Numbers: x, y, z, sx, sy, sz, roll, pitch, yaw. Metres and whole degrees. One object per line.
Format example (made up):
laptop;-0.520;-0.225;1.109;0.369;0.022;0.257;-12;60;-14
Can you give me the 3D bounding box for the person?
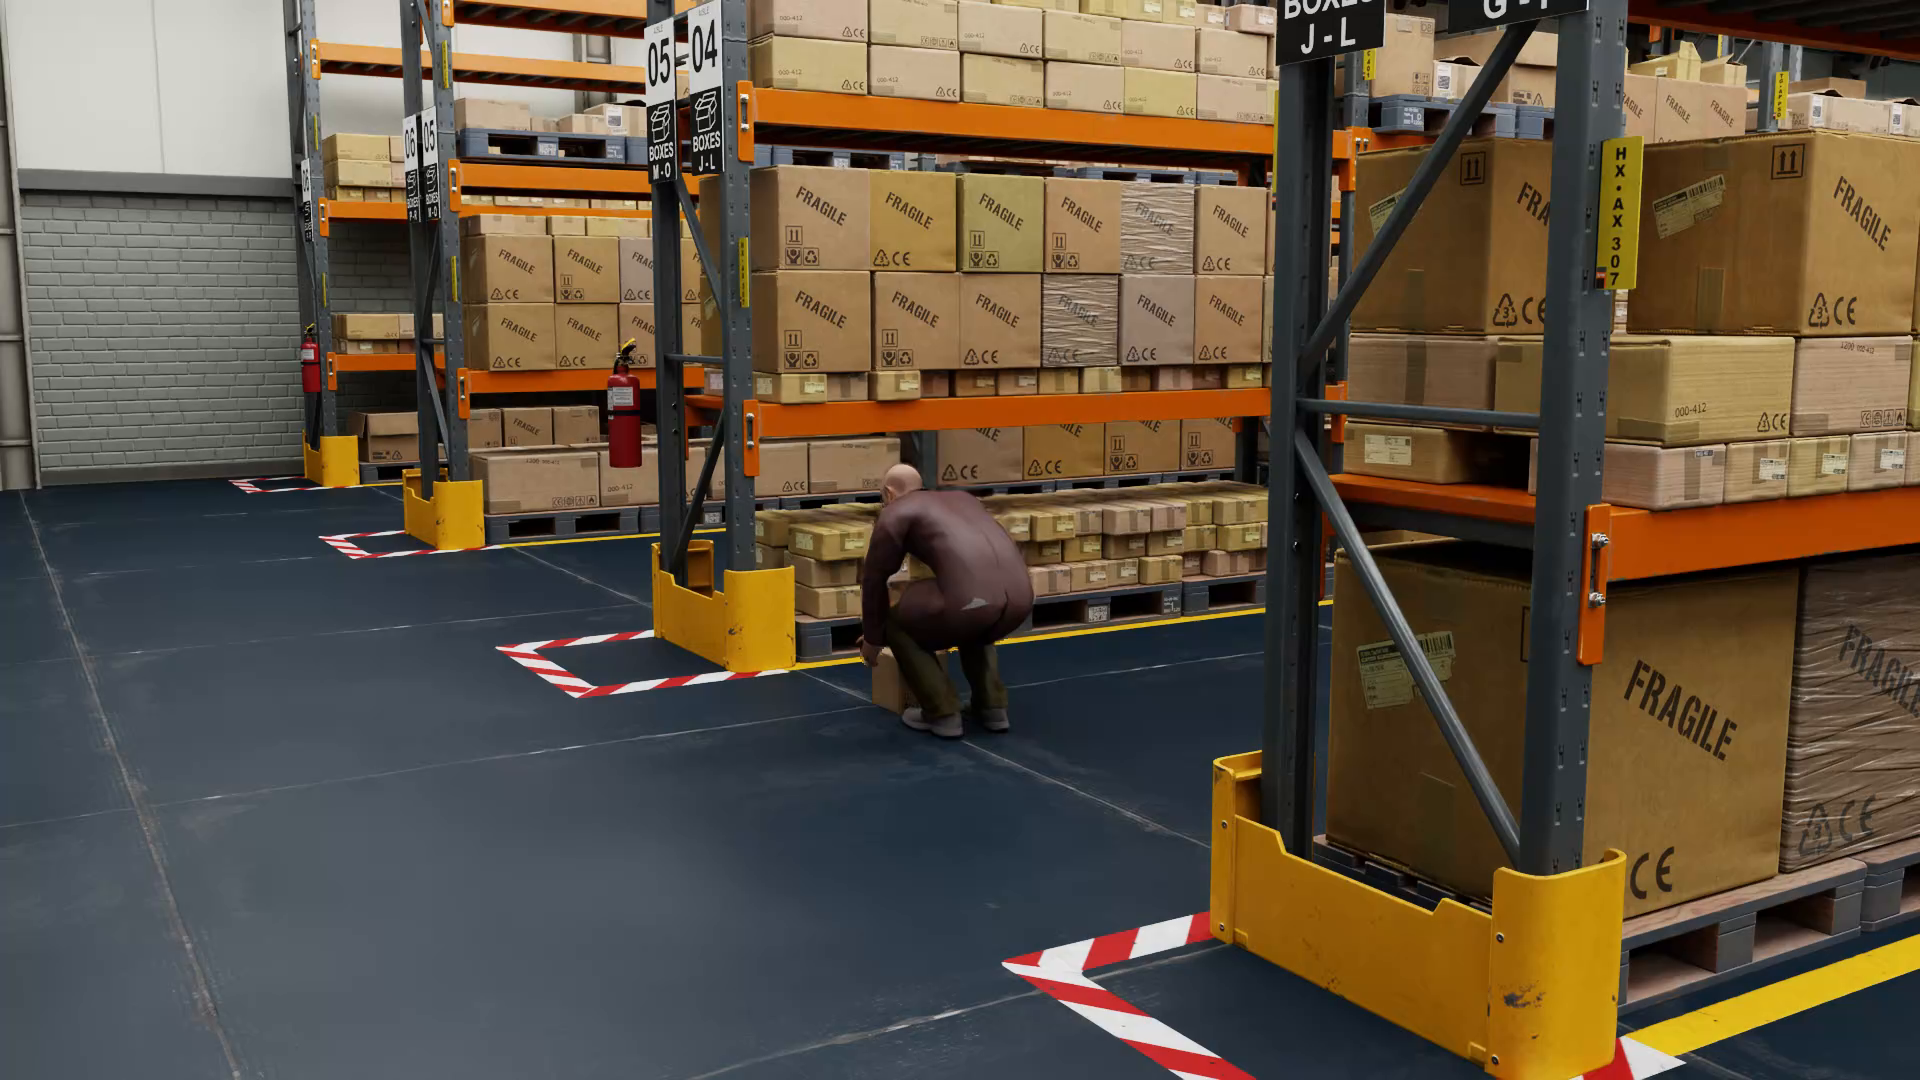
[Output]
person;-0.058;0.253;7.040;0.613;1.092;0.861;-5;9;-31
